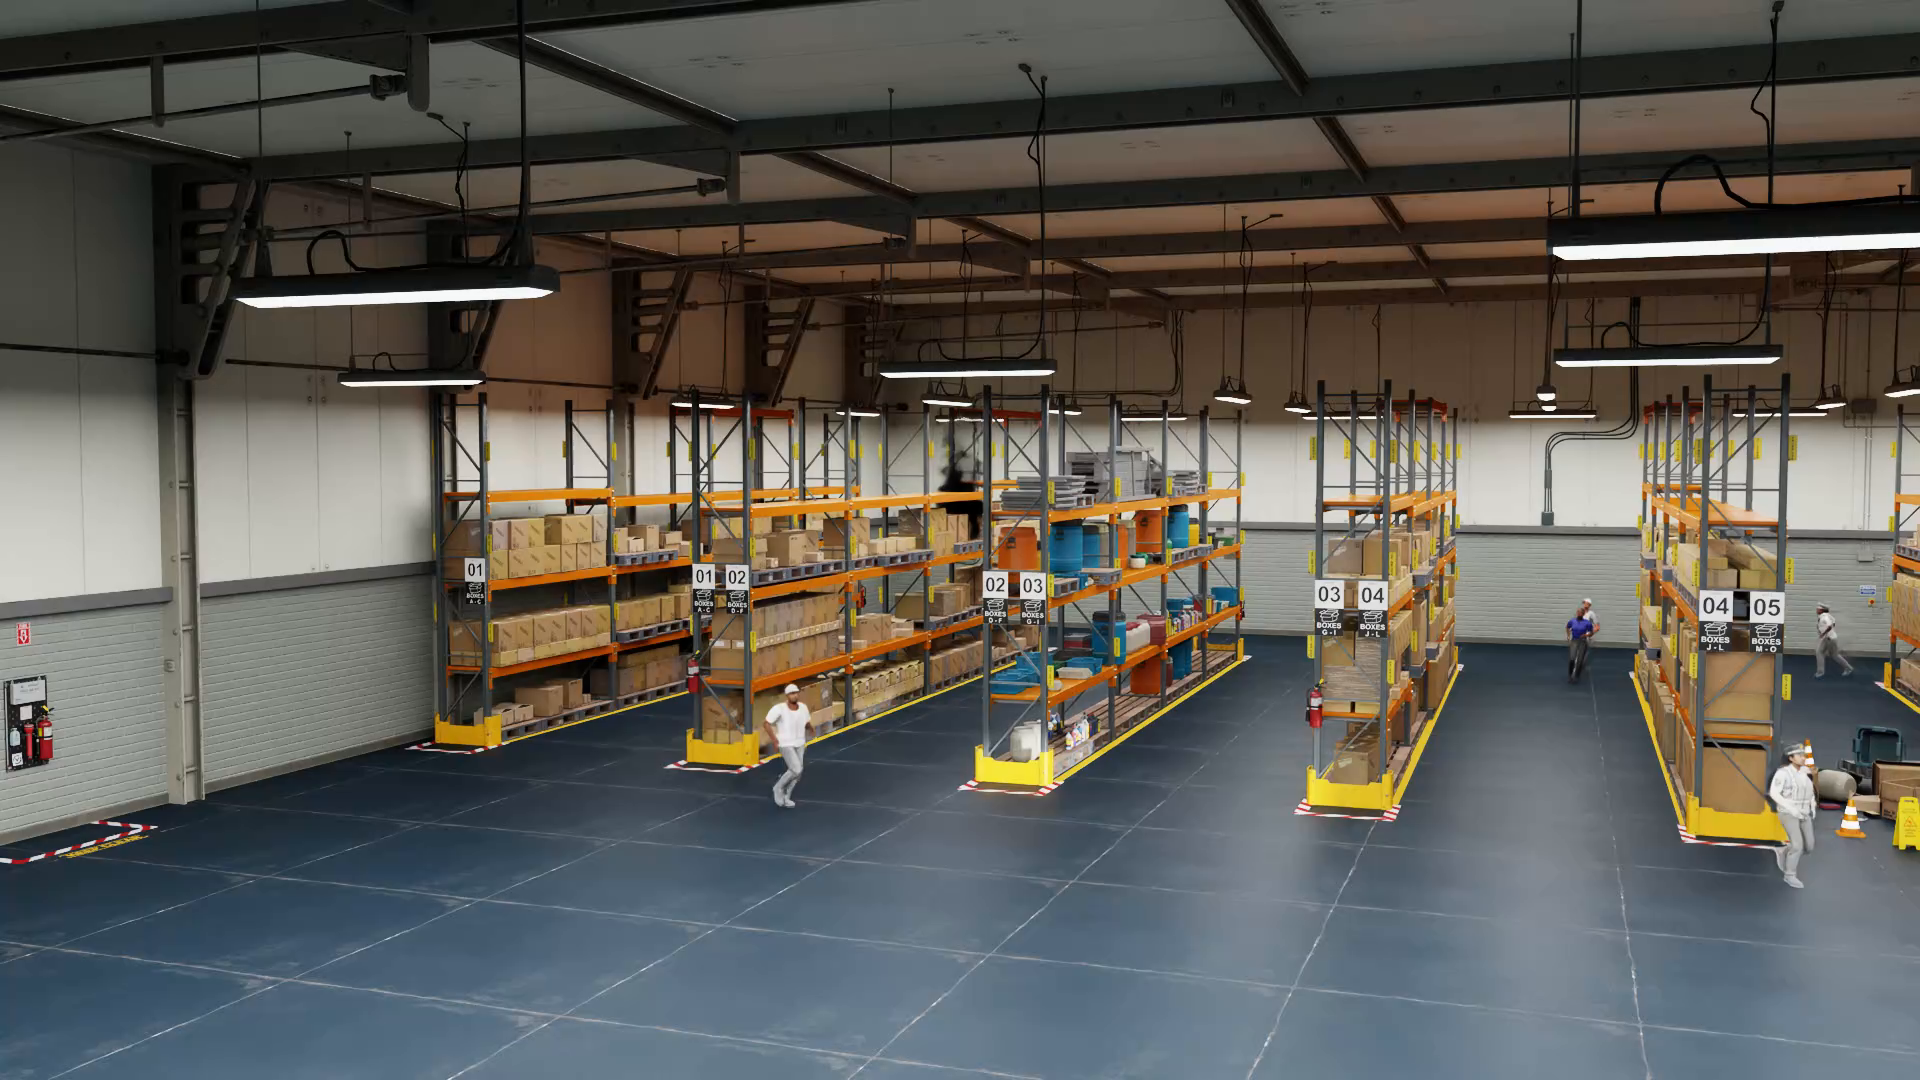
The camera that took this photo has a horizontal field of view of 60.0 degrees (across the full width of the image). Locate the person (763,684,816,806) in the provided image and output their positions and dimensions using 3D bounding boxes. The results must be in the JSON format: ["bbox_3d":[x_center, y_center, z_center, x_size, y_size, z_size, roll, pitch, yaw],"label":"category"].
[{"bbox_3d":[-2.323,2.886,23.336,0.677,1.729,0.600,-3,4,-42],"label":"person"}]

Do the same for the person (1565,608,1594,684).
[{"bbox_3d":[13.349,2.288,35.831,0.592,1.642,0.633,1,3,25],"label":"person"}]

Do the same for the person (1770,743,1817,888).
[{"bbox_3d":[9.639,3.157,19.254,0.650,1.659,0.577,-1,3,-18],"label":"person"}]

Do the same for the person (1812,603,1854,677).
[{"bbox_3d":[19.311,2.241,36.761,0.834,1.700,0.596,2,3,28],"label":"person"}]

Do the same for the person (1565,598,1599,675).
[{"bbox_3d":[13.903,2.169,37.202,0.564,1.728,0.718,-2,4,-37],"label":"person"}]
